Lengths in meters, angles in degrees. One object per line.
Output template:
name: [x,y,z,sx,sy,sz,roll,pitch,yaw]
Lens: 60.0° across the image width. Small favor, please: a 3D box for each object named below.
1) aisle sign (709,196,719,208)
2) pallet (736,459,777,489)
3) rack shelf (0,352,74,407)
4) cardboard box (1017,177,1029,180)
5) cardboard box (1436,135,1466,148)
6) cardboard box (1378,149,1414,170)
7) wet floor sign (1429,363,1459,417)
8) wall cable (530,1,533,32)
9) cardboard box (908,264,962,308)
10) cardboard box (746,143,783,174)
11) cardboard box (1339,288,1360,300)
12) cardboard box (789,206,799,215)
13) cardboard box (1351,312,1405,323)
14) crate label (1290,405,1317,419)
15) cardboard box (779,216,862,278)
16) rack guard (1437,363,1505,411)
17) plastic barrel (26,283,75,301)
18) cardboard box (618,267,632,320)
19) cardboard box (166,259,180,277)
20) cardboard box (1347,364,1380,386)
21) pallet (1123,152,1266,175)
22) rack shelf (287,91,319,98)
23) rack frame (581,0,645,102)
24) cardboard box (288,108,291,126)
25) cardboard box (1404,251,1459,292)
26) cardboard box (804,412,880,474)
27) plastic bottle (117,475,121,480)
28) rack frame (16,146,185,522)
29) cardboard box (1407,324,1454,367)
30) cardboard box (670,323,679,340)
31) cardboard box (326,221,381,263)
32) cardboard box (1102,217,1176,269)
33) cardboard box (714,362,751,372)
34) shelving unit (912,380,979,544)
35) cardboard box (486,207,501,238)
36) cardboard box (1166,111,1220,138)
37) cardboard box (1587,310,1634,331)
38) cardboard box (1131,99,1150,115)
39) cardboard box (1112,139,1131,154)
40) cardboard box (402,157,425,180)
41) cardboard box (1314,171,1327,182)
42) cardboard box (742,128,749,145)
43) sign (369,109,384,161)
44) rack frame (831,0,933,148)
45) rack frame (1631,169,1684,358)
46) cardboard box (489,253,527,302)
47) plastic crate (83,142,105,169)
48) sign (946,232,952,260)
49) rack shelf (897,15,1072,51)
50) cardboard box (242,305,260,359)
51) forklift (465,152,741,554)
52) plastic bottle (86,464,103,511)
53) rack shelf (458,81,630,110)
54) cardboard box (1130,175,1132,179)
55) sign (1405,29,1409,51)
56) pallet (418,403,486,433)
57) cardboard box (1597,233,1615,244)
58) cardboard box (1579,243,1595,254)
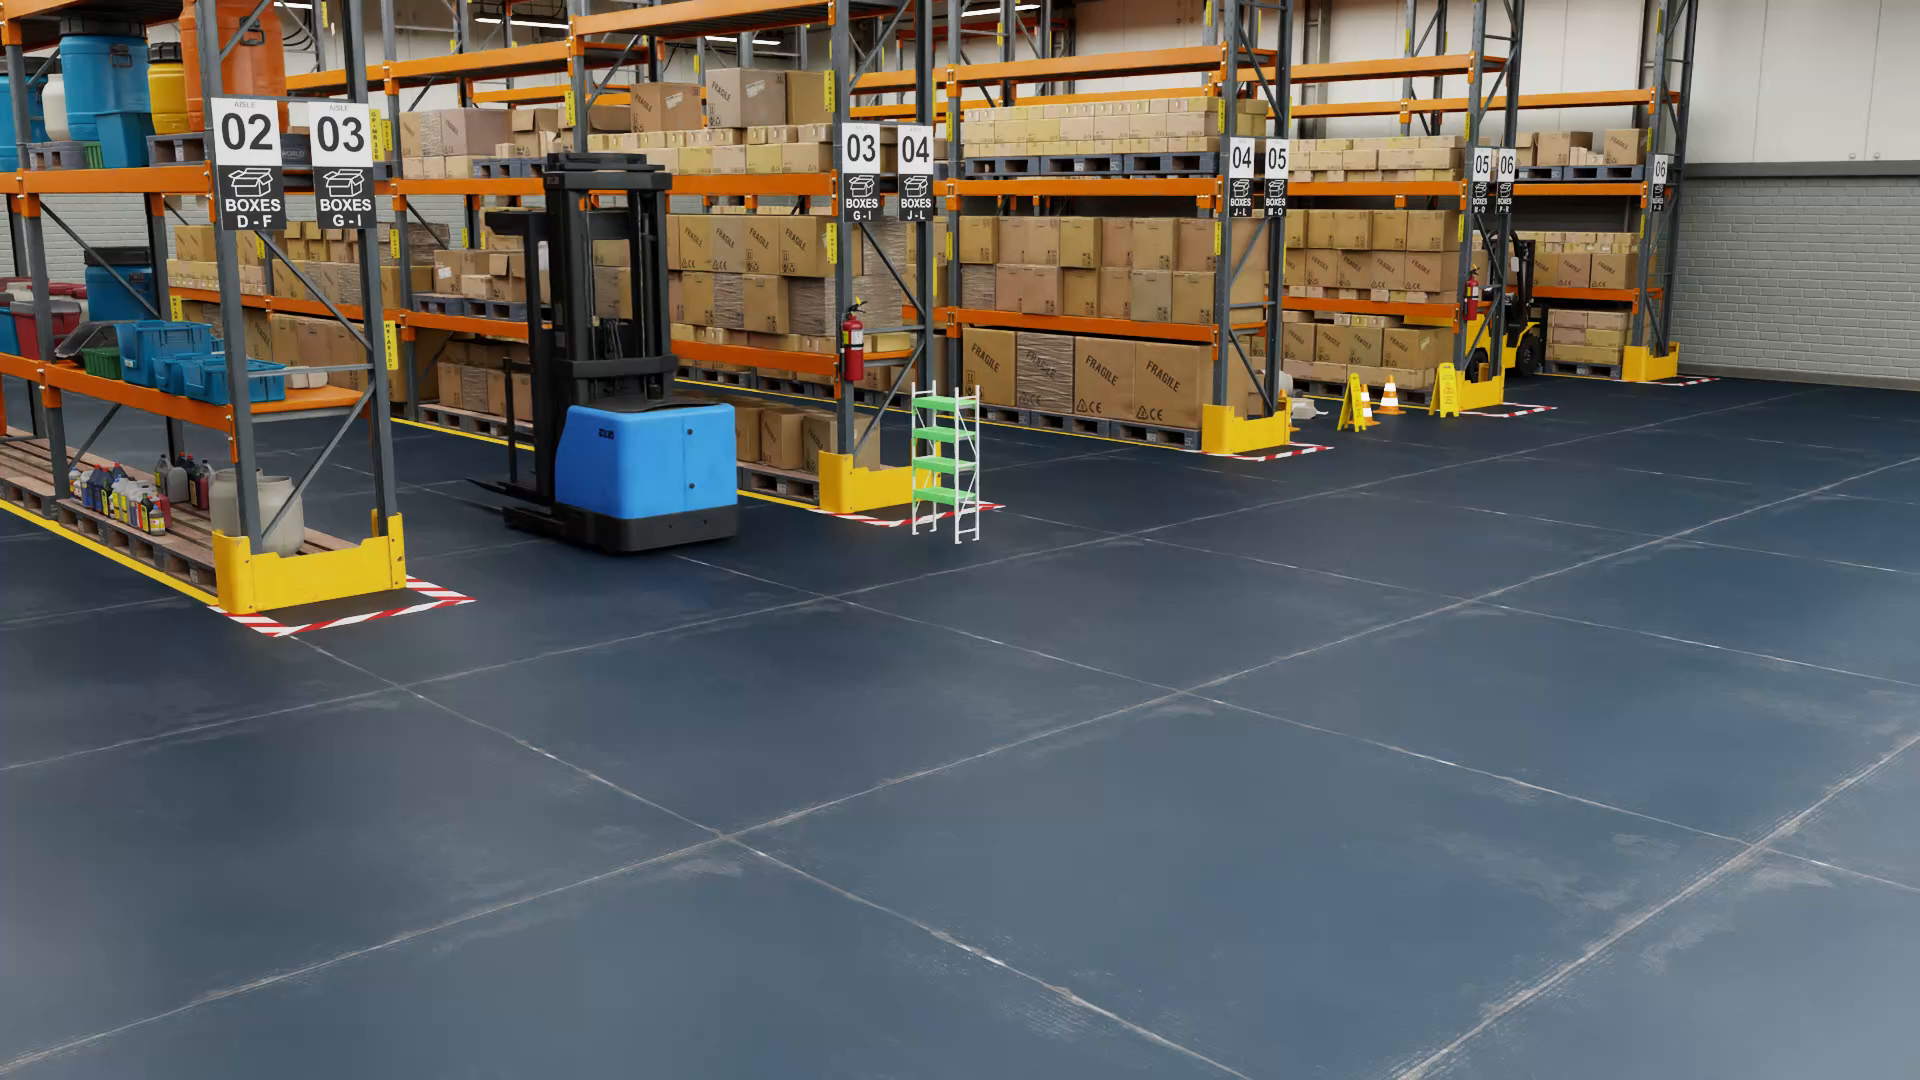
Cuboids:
aisle sign: [-4.773,-6.739,31.746,0.394,0.787,0.004,-11,16,-43]
pallet: [-2.058,-0.727,15.916,1.003,0.211,1.213,-11,16,-43]
rack shelf: [-8.358,-1.613,15.090,1.077,0.370,4.000,-11,16,-43]
cardboard box: [1.106,-5.605,25.871,0.380,0.149,0.250,-11,16,-43]
cardboard box: [6.088,-4.906,20.502,0.380,0.149,0.250,-11,16,-42]
cardboard box: [5.650,-4.815,21.049,0.500,0.250,0.500,-11,16,-43]
wet floor sign: [5.893,-1.831,20.199,0.267,0.644,0.232,-5,13,-23]
wall cable: [-9.763,-11.947,33.733,2.355,3.000,0.029,-11,16,-43]
cardboard box: [-0.291,-3.128,20.412,0.500,0.500,0.500,-11,16,-43]
cardboard box: [-1.495,-3.283,14.351,0.500,0.250,0.500,-11,16,-42]
cardboard box: [5.189,-3.239,21.824,0.380,0.149,0.250,-11,16,-43]
cardboard box: [-2.850,-5.926,29.910,0.380,0.149,0.250,-11,16,-43]
cardboard box: [6.992,-3.554,27.573,0.875,0.625,0.625,-10,15,-40]
crate label: [4.150,-1.544,20.064,0.298,0.136,0.250,3,12,16]
cardboard box: [-1.190,-2.510,14.198,0.500,0.500,0.500,-11,16,-43]
rack guard: [6.483,-1.948,21.126,1.175,0.500,0.348,-11,16,-43]
plastic barrel: [-8.284,-2.080,15.239,0.433,0.535,0.433,0,12,0]
cardboard box: [-2.808,-2.406,16.172,0.875,0.500,0.500,-11,16,-43]
cardboard box: [-11.545,-4.080,24.913,0.500,0.250,0.500,11,16,44]
cardboard box: [5.431,-2.177,21.818,0.500,0.250,0.500,-11,16,-42]
pallet: [2.505,-3.989,17.625,1.003,0.211,1.213,-11,16,-43]
rack shelf: [-10.300,-6.213,23.542,1.077,0.370,4.000,-11,16,-43]
rack frame: [-5.262,-7.146,25.295,1.000,3.000,0.127,-11,16,-43]
cardboard box: [-9.564,-5.809,22.847,0.500,0.250,0.500,10,16,41]
cardboard box: [5.962,-3.396,20.978,0.500,0.500,0.500,-11,16,-44]
cardboard box: [-1.051,-0.855,14.781,0.500,0.500,0.500,-7,14,-32]
plastic bottle: [-6.532,-0.373,12.958,0.097,0.271,0.097,0,12,0]
rack frame: [-6.976,-1.673,13.600,1.000,3.000,0.127,-11,16,-43]
cardboard box: [6.162,-2.547,21.754,0.500,0.500,0.500,11,16,43]
cardboard box: [-2.582,-1.988,15.751,0.380,0.149,0.250,-11,16,-43]
cardboard box: [-7.566,-3.789,21.136,0.797,0.503,0.637,-10,15,-41]
cardboard box: [2.062,-3.286,18.381,0.875,0.550,0.550,-11,16,-43]
cardboard box: [-3.143,-2.665,23.566,0.500,0.500,0.500,-11,16,-43]
shelving unit: [-0.114,-0.612,12.908,0.258,1.200,0.503,-11,16,-43]
cardboard box: [-7.553,-5.300,27.742,0.500,0.500,0.500,-10,15,-41]
cardboard box: [2.485,-4.285,17.188,0.500,0.250,0.500,-11,16,-42]
cardboard box: [9.579,-3.225,24.429,0.500,0.250,0.500,-10,15,-41]
cardboard box: [2.019,-4.561,17.541,0.380,0.149,0.250,-11,16,-42]
cardboard box: [1.847,-4.207,17.798,0.380,0.149,0.250,-11,16,-43]
cardboard box: [-6.016,-4.239,18.991,0.500,0.250,0.500,-11,16,-42]
cardboard box: [4.877,-4.785,21.895,0.380,0.149,0.250,-11,16,-42]
cardboard box: [-1.684,-3.534,14.579,0.380,0.149,0.250,-11,16,-42]
sign: [-3.813,-2.639,10.832,0.100,0.325,0.005,-11,16,-43]
rack frame: [-0.632,-4.718,13.512,1.000,3.000,0.127,-11,16,-43]
rack frame: [10.123,-3.853,24.180,1.000,3.000,0.127,-11,16,-43]
cardboard box: [-4.658,-2.860,18.063,0.797,0.503,0.637,-9,15,-37]
plastic crate: [-6.084,-2.771,12.017,0.336,0.188,0.450,-11,16,-43]
sign: [-0.123,-3.491,19.751,0.100,0.325,0.005,-11,16,-43]
rack shelf: [0.455,-10.110,33.229,1.077,0.370,4.000,-11,16,-43]
cardboard box: [-9.938,-2.935,23.949,0.875,0.875,0.875,-11,16,-43]
forklift: [-3.038,-1.570,13.268,1.130,2.935,3.031,-10,15,-40]
plastic bottle: [-6.719,-0.416,12.971,0.144,0.351,0.185,-10,16,-41]
rack shelf: [-6.643,-7.084,26.785,1.077,0.370,4.000,-11,16,-43]
cardboard box: [3.375,-6.604,30.469,0.500,0.250,0.500,-11,16,-43]
sign: [6.977,-7.794,25.930,0.100,0.325,0.005,-11,16,-43]
pallet: [-5.618,-1.467,19.511,1.003,0.211,1.213,-11,16,-43]
cardboard box: [9.530,-4.420,24.339,0.380,0.149,0.250,-11,16,-42]
cardboard box: [9.348,-4.311,24.547,0.380,0.149,0.250,-11,16,-42]
